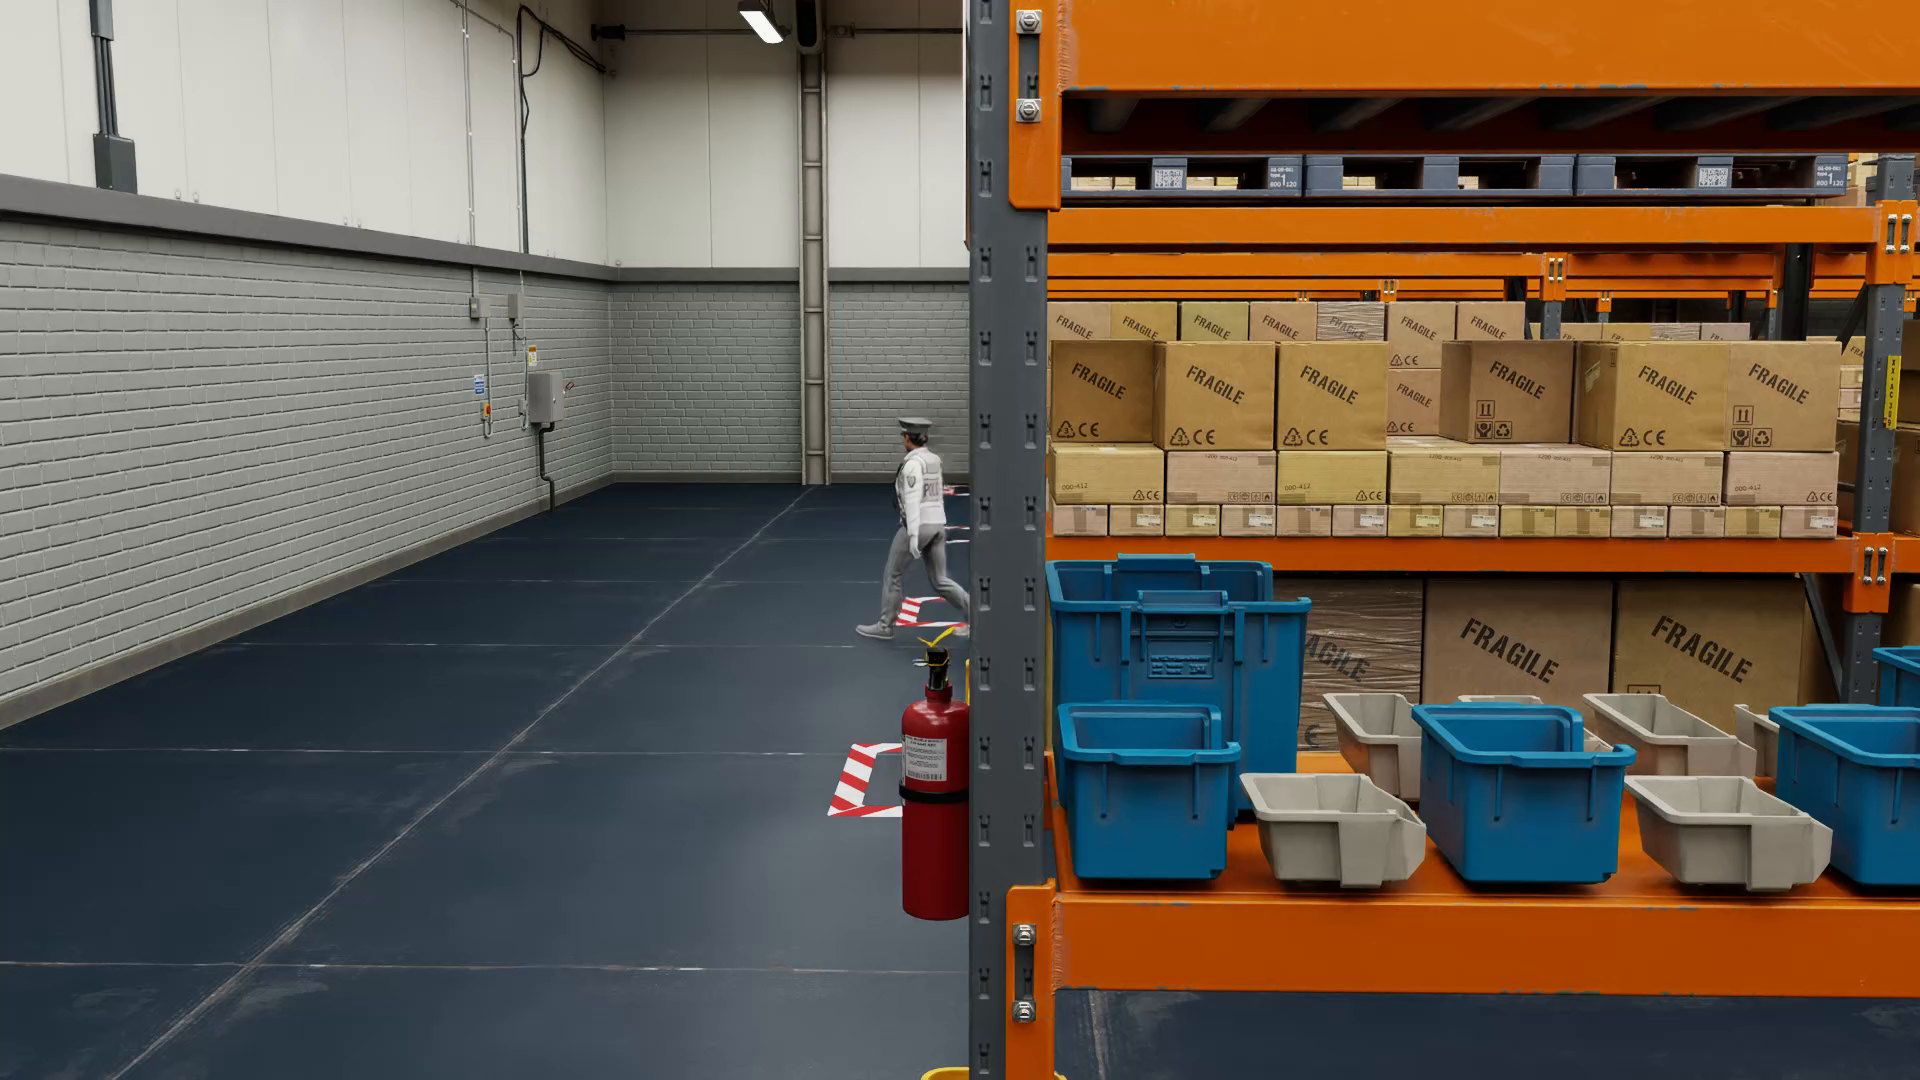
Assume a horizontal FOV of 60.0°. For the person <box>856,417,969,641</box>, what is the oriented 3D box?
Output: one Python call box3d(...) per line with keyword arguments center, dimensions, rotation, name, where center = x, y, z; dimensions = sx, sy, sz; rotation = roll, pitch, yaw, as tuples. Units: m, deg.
box3d(center=(-0.263, -0.070, 11.882), dimensions=(0.992, 1.610, 0.584), rotation=(4, 8, 28), name="person")
